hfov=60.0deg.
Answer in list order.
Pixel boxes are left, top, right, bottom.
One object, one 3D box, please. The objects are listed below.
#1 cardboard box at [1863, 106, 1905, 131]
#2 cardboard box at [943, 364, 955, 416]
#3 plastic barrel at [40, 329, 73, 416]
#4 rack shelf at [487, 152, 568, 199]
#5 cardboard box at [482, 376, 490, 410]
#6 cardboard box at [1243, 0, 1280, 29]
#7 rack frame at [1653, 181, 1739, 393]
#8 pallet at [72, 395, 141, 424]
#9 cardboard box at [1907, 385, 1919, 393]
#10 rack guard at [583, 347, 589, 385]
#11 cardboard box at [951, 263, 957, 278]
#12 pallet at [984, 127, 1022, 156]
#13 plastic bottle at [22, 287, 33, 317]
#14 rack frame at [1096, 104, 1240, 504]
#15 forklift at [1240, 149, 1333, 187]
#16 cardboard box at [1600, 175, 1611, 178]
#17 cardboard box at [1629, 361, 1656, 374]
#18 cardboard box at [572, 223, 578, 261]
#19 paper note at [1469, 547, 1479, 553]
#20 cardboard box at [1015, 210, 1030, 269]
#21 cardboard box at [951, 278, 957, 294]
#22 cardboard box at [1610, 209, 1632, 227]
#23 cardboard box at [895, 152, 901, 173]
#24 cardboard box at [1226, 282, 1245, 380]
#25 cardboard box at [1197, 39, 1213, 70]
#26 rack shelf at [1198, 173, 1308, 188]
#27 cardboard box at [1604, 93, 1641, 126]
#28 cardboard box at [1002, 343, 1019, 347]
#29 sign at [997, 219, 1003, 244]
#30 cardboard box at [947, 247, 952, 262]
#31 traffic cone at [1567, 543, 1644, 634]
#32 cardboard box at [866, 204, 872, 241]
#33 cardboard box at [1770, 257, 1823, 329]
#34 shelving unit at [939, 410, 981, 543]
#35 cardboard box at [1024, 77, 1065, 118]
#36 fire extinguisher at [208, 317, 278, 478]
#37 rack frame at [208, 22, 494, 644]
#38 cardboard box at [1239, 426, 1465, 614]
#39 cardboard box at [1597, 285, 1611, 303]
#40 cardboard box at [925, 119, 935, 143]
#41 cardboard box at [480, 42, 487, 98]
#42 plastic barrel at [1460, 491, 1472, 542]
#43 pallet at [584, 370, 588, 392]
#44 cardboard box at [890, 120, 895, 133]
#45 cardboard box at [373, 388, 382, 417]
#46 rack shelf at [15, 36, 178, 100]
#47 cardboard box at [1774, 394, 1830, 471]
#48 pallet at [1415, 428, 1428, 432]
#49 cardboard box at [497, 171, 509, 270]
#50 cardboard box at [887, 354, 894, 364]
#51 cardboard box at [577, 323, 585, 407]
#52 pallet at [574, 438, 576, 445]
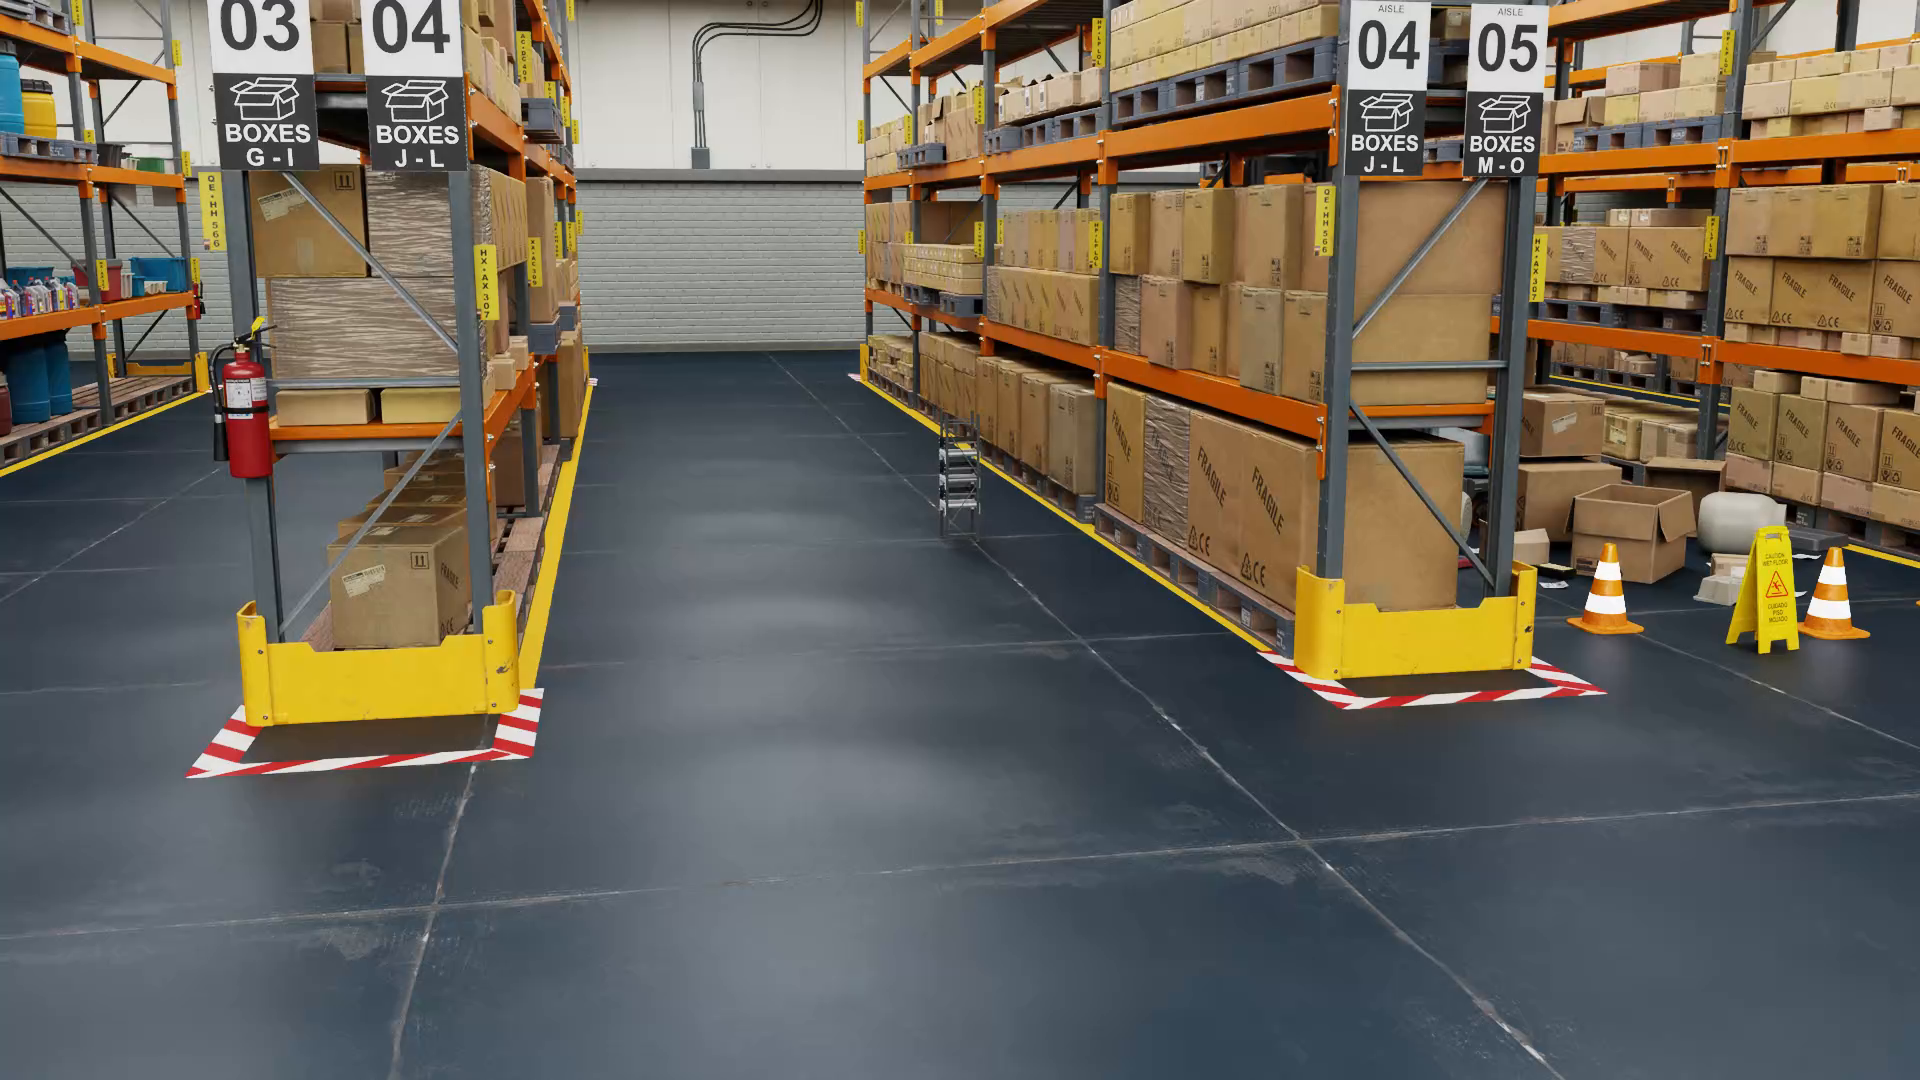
[{"bbox_3d":[6.315,-2.823,11.156,0.380,0.149,0.250,-2,11,-12],"label":"cardboard box"},{"bbox_3d":[0.116,-1.595,17.616,0.500,0.500,0.500,-3,11,-14],"label":"cardboard box"},{"bbox_3d":[-9.716,-1.780,17.517,0.600,0.901,0.708,-2,11,-11],"label":"plastic barrel"},{"bbox_3d":[-4.557,-3.639,16.694,1.077,0.370,4.000,-2,11,-11],"label":"rack shelf"},{"bbox_3d":[-2.498,-0.715,8.103,0.380,0.149,0.250,-2,11,-11],"label":"cardboard box"},{"bbox_3d":[1.807,-2.819,8.679,0.500,0.250,0.500,-2,11,-11],"label":"cardboard box"},{"bbox_3d":[9.643,-3.427,21.680,1.000,3.000,0.127,-2,11,-11],"label":"rack frame"},{"bbox_3d":[-9.986,-1.469,18.850,1.003,0.211,1.213,-2,11,-11],"label":"pallet"},{"bbox_3d":[10.528,-1.618,17.404,0.875,0.625,0.625,-2,11,-9],"label":"cardboard box"},{"bbox_3d":[-5.729,-2.396,22.946,1.175,0.500,0.348,-2,11,-11],"label":"rack guard"},{"bbox_3d":[0.120,-2.666,16.432,0.380,0.149,0.250,-2,11,-9],"label":"cardboard box"},{"bbox_3d":[0.894,-3.578,14.957,1.213,0.211,1.003,-2,11,-8],"label":"pallet"},{"bbox_3d":[-9.081,-2.320,16.175,0.061,0.283,0.133,-2,11,-11],"label":"plastic bottle"},{"bbox_3d":[1.495,-1.580,11.976,1.000,3.000,0.127,-2,11,-11],"label":"rack frame"},{"bbox_3d":[3.072,-2.069,14.730,1.130,2.935,3.031,-3,11,-13],"label":"forklift"},{"bbox_3d":[9.073,-5.068,22.952,0.380,0.149,0.250,-2,11,-10],"label":"cardboard box"},{"bbox_3d":[9.246,-2.324,22.388,0.380,0.149,0.250,-2,11,-13],"label":"cardboard box"},{"bbox_3d":[-5.372,-3.980,22.186,0.500,0.500,0.500,-2,11,-10],"label":"cardboard box"},{"bbox_3d":[3.554,0.065,11.295,0.172,0.023,0.155,2,11,9],"label":"paper note"},{"bbox_3d":[0.894,-2.679,14.806,0.700,0.500,0.500,-2,11,-12],"label":"cardboard box"},{"bbox_3d":[0.123,-2.516,16.441,0.380,0.149,0.250,-2,11,-11],"label":"cardboard box"},{"bbox_3d":[5.796,-2.751,14.205,0.380,0.149,0.250,-3,11,-13],"label":"cardboard box"},{"bbox_3d":[-0.507,-4.619,20.323,0.500,0.250,0.500,-2,11,-11],"label":"cardboard box"},{"bbox_3d":[2.042,-1.194,9.546,0.875,0.550,0.550,-2,11,-11],"label":"cardboard box"},{"bbox_3d":[1.579,-2.780,9.541,0.380,0.149,0.250,-2,11,-10],"label":"cardboard box"},{"bbox_3d":[4.385,-4.733,22.442,1.077,0.370,4.000,-2,11,-11],"label":"rack shelf"},{"bbox_3d":[5.883,-3.673,14.228,0.500,0.250,0.500,-2,11,-10],"label":"cardboard box"},{"bbox_3d":[0.721,-1.889,17.154,0.500,0.250,0.500,-2,11,-12],"label":"cardboard box"},{"bbox_3d":[0.482,-3.637,19.686,0.100,0.325,0.005,-2,11,-11],"label":"sign"},{"bbox_3d":[0.074,-2.856,16.638,0.380,0.149,0.250,-2,11,-9],"label":"cardboard box"},{"bbox_3d":[3.562,0.251,9.142,0.336,0.463,0.334,-2,11,-11],"label":"traffic cone"},{"bbox_3d":[-1.012,-4.375,22.925,0.500,0.500,0.500,-2,11,-11],"label":"cardboard box"},{"bbox_3d":[6.263,-1.792,12.025,0.500,0.500,0.500,-2,11,-11],"label":"cardboard box"},{"bbox_3d":[-0.002,-0.444,11.620,0.258,0.900,0.210,-2,11,-11],"label":"shelving unit"},{"bbox_3d":[0.839,-3.672,13.792,0.500,0.311,0.500,-2,11,-12],"label":"cardboard box"},{"bbox_3d":[-3.042,-0.609,7.080,0.296,0.674,0.183,-2,11,-11],"label":"fire extinguisher"},{"bbox_3d":[-2.612,-0.685,7.271,1.000,3.000,0.127,-2,11,-11],"label":"rack frame"},{"bbox_3d":[2.076,-0.131,8.922,0.875,0.875,0.875,-2,11,-11],"label":"cardboard box"},{"bbox_3d":[5.775,-2.133,14.432,0.380,0.149,0.250,-2,11,-11],"label":"cardboard box"},{"bbox_3d":[-0.096,-4.514,18.485,0.500,0.311,0.500,-2,11,-12],"label":"cardboard box"},{"bbox_3d":[-2.559,-2.277,8.014,0.500,0.250,0.500,-2,11,-12],"label":"cardboard box"},{"bbox_3d":[3.220,-0.162,11.417,0.512,0.421,0.421,6,12,28],"label":"plastic barrel"},{"bbox_3d":[-5.492,-2.105,22.194,1.003,0.211,1.213,-2,11,-11],"label":"pallet"},{"bbox_3d":[-0.667,-5.172,20.825,0.380,0.149,0.250,-2,11,-11],"label":"cardboard box"},{"bbox_3d":[-2.918,-0.652,7.771,0.380,0.149,0.250,-2,11,-11],"label":"cardboard box"},{"bbox_3d":[-10.194,-5.469,19.359,1.077,0.370,4.000,-2,11,-11],"label":"rack shelf"},{"bbox_3d":[6.296,-0.787,12.033,0.500,0.500,0.500,-2,11,-9],"label":"cardboard box"},{"bbox_3d":[5.473,-1.290,17.908,1.003,0.211,1.213,-2,11,-11],"label":"pallet"},{"bbox_3d":[-2.641,-1.665,8.687,0.500,0.500,0.500,-2,11,-11],"label":"cardboard box"},{"bbox_3d":[-0.769,-2.437,22.185,0.380,0.149,0.250,-3,11,-14],"label":"cardboard box"},{"bbox_3d":[-4.802,-1.931,18.381,1.225,0.875,0.875,-2,11,-11],"label":"cardboard box"},{"bbox_3d":[-4.482,-1.153,17.188,1.003,0.211,1.213,-2,11,-11],"label":"pallet"}]
